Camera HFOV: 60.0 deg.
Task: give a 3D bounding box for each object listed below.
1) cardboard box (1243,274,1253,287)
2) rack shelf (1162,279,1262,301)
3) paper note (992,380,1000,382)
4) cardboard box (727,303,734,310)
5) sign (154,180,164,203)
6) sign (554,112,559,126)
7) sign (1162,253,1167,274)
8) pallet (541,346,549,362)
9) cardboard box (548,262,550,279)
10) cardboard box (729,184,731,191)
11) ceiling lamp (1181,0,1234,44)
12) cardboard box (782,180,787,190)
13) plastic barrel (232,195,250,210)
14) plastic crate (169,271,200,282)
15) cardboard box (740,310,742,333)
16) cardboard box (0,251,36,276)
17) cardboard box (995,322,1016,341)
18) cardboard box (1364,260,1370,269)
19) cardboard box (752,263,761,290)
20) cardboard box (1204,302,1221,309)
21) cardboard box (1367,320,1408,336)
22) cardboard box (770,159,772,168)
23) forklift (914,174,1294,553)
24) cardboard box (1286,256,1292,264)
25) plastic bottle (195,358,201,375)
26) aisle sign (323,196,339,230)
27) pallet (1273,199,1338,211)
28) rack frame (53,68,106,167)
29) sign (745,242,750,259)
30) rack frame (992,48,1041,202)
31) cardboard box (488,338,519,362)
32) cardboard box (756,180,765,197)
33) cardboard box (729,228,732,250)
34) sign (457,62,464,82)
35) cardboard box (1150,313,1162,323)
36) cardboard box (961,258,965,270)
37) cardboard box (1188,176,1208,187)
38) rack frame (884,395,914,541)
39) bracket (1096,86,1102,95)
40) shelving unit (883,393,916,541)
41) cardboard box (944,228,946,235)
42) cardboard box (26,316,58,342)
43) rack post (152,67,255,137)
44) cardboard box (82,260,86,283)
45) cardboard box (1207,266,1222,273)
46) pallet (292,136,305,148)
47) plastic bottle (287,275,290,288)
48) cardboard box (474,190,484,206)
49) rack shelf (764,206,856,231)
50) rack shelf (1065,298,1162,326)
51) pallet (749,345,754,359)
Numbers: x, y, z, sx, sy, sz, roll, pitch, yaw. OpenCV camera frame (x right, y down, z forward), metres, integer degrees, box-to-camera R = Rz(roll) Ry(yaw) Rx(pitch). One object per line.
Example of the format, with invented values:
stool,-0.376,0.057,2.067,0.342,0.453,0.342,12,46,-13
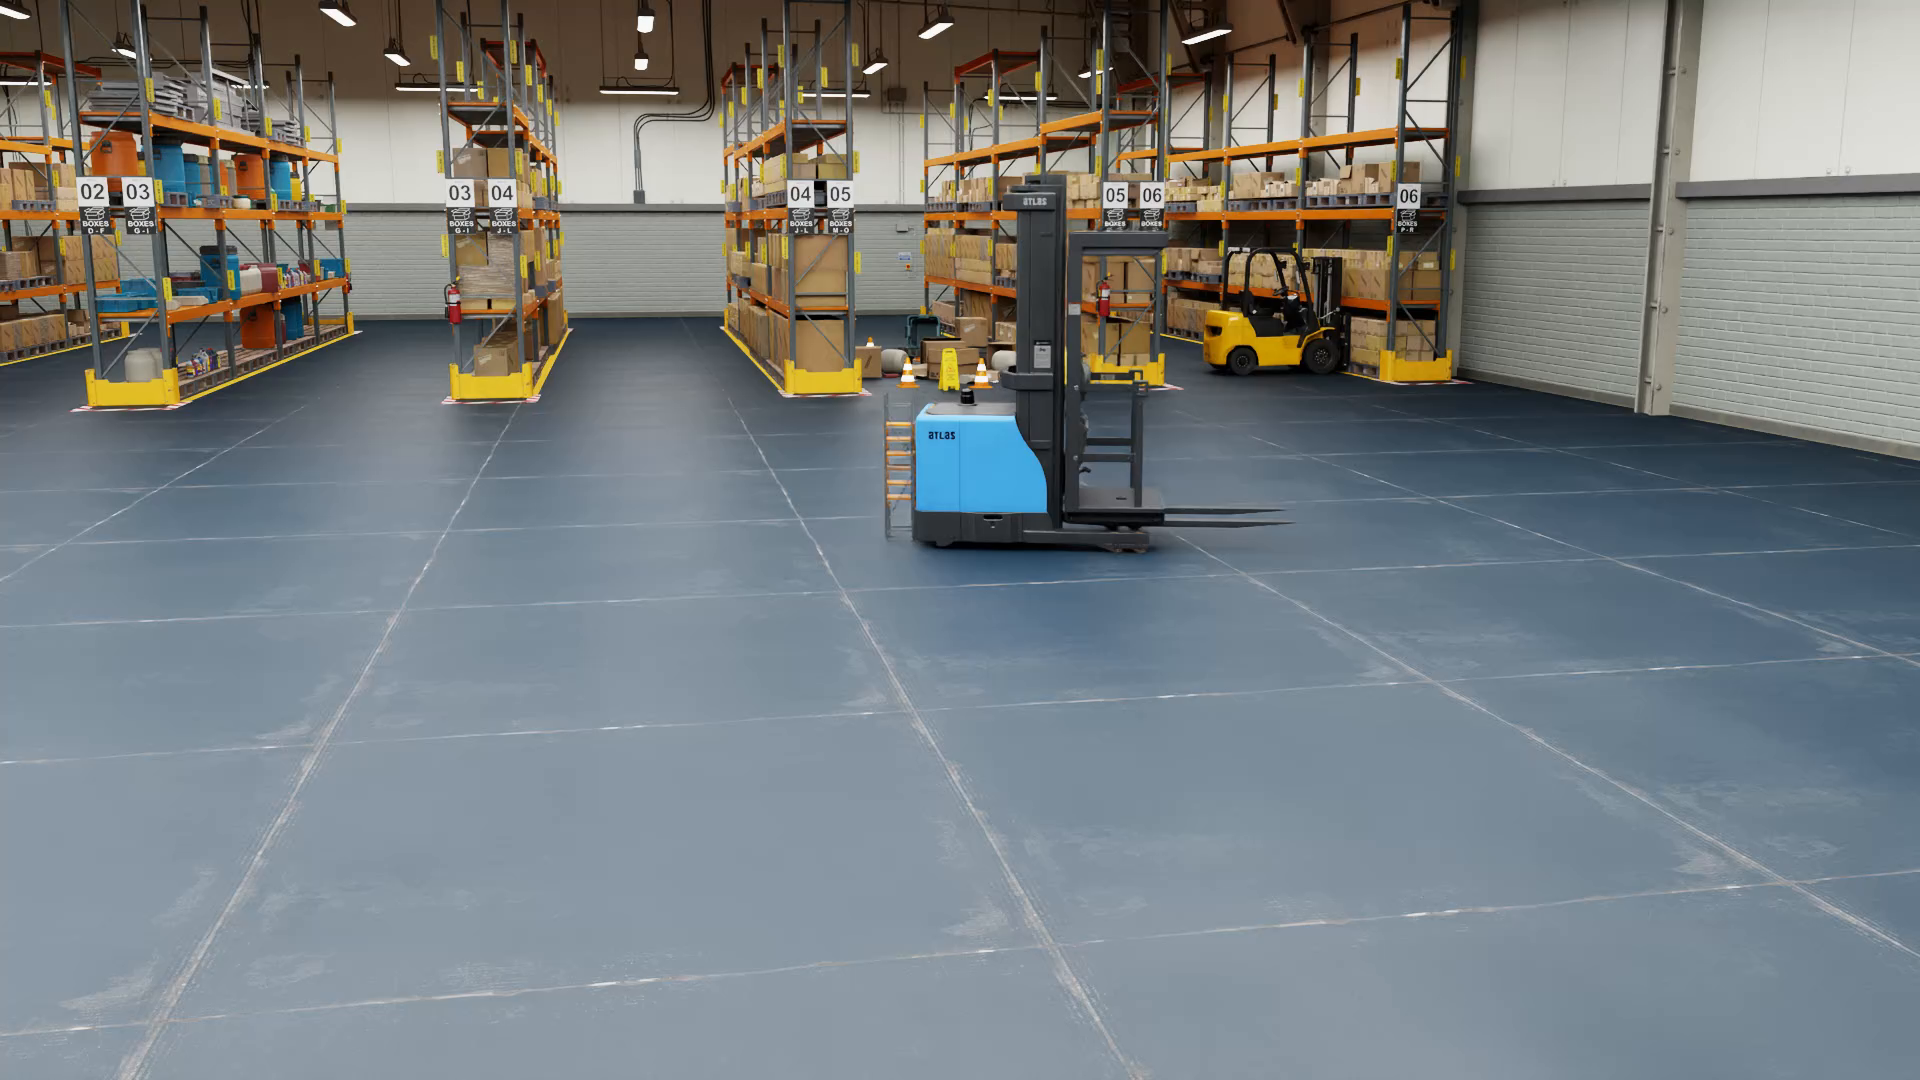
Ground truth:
cardboard box,6.076,-5.265,33.739,0.500,0.250,0.500,-2,11,-13
rack shelf,5.640,-5.629,37.174,1.077,0.370,4.000,-2,11,-11
paper note,0.580,-2.610,27.327,0.148,0.019,0.142,-6,13,-31
cardboard box,-5.462,-5.693,40.495,0.380,0.149,0.250,-3,11,-14
sign,-11.322,-4.924,23.499,0.100,0.325,0.005,-2,11,-11
sign,-9.581,-10.004,39.477,0.100,0.325,0.005,-2,11,-11
sign,3.249,-4.412,26.542,0.100,0.325,0.005,-2,11,-11
pallet,-8.409,-3.561,31.842,1.003,0.211,1.213,-2,11,-11
cardboard box,-8.490,-5.317,33.342,0.500,0.500,0.500,-2,11,-13
cardboard box,-5.128,-8.141,38.419,0.380,0.149,0.250,-2,11,-12
ceiling lamp,4.678,-10.592,29.665,0.800,3.185,2.000,-2,11,-11
cardboard box,-2.516,-5.423,25.426,0.380,0.149,0.250,-2,11,-11
plastic barrel,-12.942,-6.075,29.940,0.301,0.262,0.301,0,11,0
plastic crate,-13.035,-4.270,27.936,0.402,0.464,0.583,-2,11,-11
cardboard box,-4.569,-4.803,36.471,0.500,0.500,0.500,-2,11,-9
cardboard box,-19.183,-5.609,33.752,0.700,0.500,0.500,-6,12,-30
cardboard box,1.261,-4.246,33.888,0.950,0.372,0.625,-3,11,-15
cardboard box,7.136,-4.711,28.425,0.380,0.149,0.250,-2,11,-11
cardboard box,-3.751,-5.100,32.202,0.500,0.500,0.500,-2,11,-12
cardboard box,5.586,-5.143,36.523,0.380,0.149,0.250,-2,11,-9
cardboard box,7.189,-3.568,27.979,0.500,0.250,0.500,-2,11,-9
cardboard box,-2.911,-6.187,27.308,0.380,0.149,0.250,-2,11,-11
forklift,1.174,-1.441,13.429,3.031,2.935,1.130,1,11,4
cardboard box,6.455,-5.351,31.787,0.380,0.149,0.250,-2,11,-12
plastic bottle,-11.995,-2.728,26.126,0.097,0.271,0.097,0,11,0
aisle sign,-14.701,-7.662,38.979,0.394,0.787,0.004,-2,11,-11
pallet,6.623,-6.423,31.910,0.805,0.209,1.217,-3,11,-13
rack frame,-19.834,-9.129,37.593,1.000,3.000,0.127,-2,11,-11
sign,-4.206,-5.745,32.971,0.100,0.325,0.005,-2,11,-11
rack frame,1.161,-8.382,33.667,1.000,3.000,0.127,-2,11,-11
cardboard box,-7.427,-3.028,27.148,0.500,0.500,0.500,-3,11,-16
cardboard box,-3.553,-6.595,31.147,0.500,0.311,0.500,-2,11,-12
cardboard box,-5.118,-7.016,38.799,0.500,0.500,0.500,-2,11,-13
sign,-8.325,-7.803,27.705,0.100,0.325,0.005,-2,11,-11
cardboard box,4.785,-5.370,40.075,0.396,0.266,0.258,-2,11,-9
cardboard box,0.321,-6.155,37.075,0.500,0.250,0.500,-2,11,-10
cardboard box,5.462,-8.204,38.132,0.396,0.266,0.258,-2,11,-11
rack frame,-0.496,-0.581,13.541,0.240,1.200,0.006,1,11,4
bracket,3.943,-12.824,47.377,0.235,0.232,0.430,-2,11,-11
shelving unit,-0.490,-0.598,13.630,0.258,1.200,0.189,1,11,4
cardboard box,-0.176,-7.309,39.399,0.380,0.149,0.250,-2,11,-12
cardboard box,-18.591,-4.266,33.593,0.500,0.500,0.500,-2,11,-11
rack post,-13.108,-7.564,28.835,1.013,1.000,3.121,-2,11,-11
cardboard box,-19.085,-5.787,35.809,0.500,0.500,0.500,-2,11,-11
cardboard box,5.525,-5.805,35.724,0.380,0.149,0.250,-2,11,-10
pallet,-14.005,-8.135,33.945,1.003,0.211,1.213,-2,11,-11
plastic bottle,-13.406,-5.156,33.109,0.097,0.271,0.097,0,11,0
cardboard box,-7.347,-5.086,24.775,0.500,0.250,0.500,-2,11,-10
rack shelf,-2.508,-5.256,27.190,1.077,0.370,4.000,-2,11,-11
rack shelf,2.328,-3.981,28.513,1.077,0.370,4.000,-2,11,-11
pallet,-3.596,-3.719,32.671,1.003,0.211,1.213,-2,11,-11
